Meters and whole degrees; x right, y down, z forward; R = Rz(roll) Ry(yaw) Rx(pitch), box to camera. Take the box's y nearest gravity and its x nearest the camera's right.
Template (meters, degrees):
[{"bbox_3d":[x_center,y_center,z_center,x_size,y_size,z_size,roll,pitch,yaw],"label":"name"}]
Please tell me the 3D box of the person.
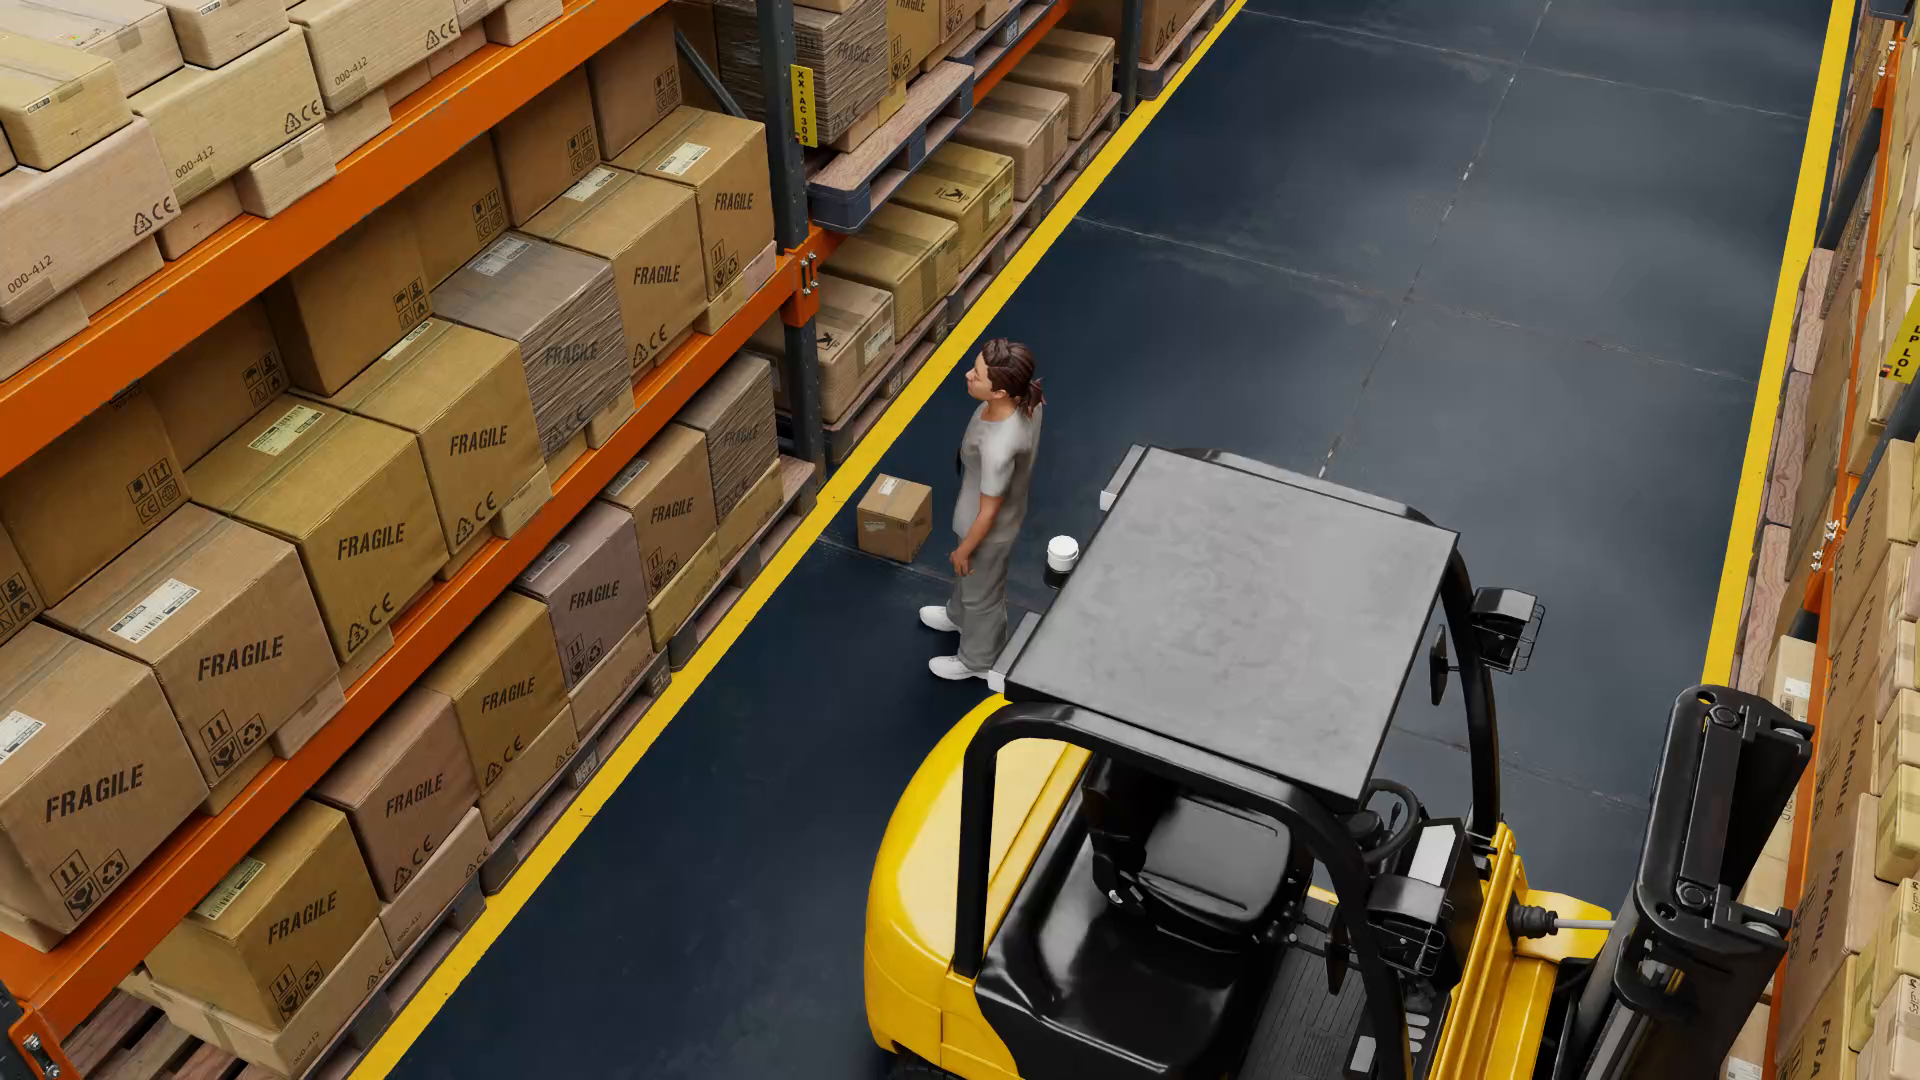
[{"bbox_3d":[0.044,-0.097,6.255,0.549,1.676,0.549,9,43,10],"label":"person"}]
